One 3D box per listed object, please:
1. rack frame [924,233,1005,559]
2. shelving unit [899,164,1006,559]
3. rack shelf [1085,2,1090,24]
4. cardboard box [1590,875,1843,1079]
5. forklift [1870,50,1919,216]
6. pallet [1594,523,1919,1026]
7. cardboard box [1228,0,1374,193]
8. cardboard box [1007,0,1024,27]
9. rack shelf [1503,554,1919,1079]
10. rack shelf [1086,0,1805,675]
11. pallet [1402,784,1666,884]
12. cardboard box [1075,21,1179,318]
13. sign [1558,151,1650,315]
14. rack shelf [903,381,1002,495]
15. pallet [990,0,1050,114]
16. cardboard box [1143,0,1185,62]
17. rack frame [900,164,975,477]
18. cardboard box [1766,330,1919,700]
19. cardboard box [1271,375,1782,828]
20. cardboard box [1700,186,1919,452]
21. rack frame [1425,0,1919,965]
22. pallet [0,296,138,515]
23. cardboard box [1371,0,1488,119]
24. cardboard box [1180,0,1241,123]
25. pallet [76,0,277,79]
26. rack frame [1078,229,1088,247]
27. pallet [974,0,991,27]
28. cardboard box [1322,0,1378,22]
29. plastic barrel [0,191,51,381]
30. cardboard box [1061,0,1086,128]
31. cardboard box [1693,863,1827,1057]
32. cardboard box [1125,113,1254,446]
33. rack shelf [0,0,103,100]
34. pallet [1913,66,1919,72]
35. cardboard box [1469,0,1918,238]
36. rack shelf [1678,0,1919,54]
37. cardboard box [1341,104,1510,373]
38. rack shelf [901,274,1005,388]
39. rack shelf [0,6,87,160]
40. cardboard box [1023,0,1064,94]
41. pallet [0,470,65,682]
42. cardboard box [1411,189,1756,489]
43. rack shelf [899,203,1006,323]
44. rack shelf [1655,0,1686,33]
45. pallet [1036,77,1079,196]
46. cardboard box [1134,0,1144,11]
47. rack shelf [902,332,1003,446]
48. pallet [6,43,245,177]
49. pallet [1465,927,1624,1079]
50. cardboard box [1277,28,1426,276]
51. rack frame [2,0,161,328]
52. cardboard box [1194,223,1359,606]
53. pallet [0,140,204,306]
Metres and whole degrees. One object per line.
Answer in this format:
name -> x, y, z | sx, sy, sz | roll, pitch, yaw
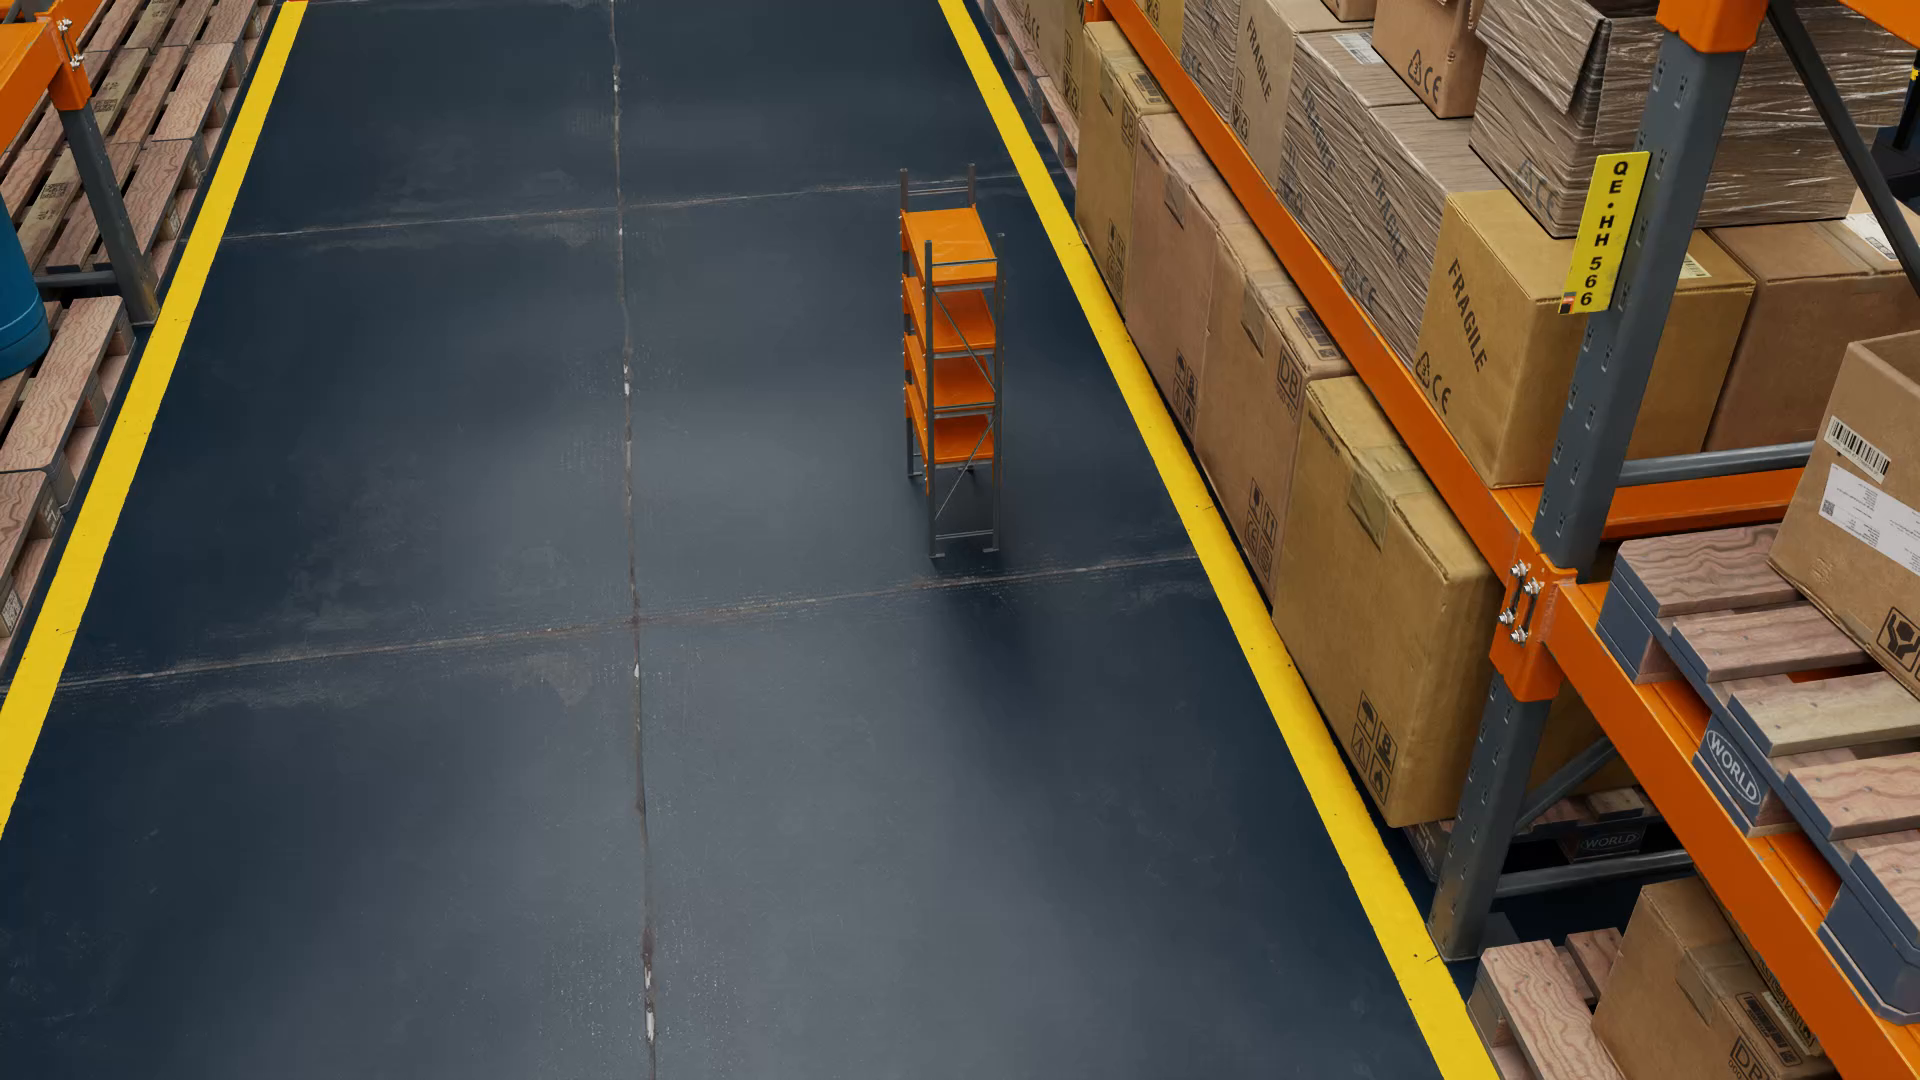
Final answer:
rack frame -> 0.014, -0.426, 5.321 | 0.240, 1.200, 0.015 | -6, 38, -8
shelving unit -> -0.029, -0.574, 5.511 | 0.258, 1.200, 0.503 | -6, 38, -8
rack shelf -> 0.688, -3.510, 8.410 | 1.077, 0.370, 4.000 | -6, 38, -8
cardboard box -> 1.877, 1.046, 3.638 | 0.700, 0.500, 0.500 | -8, 39, -10
forklift -> 3.627, -2.655, 6.778 | 1.130, 2.935, 3.031 | -14, 40, -17
pallet -> 1.970, 0.324, 3.044 | 1.213, 0.211, 1.003 | -6, 38, -8
cardboard box -> 1.145, -1.404, 5.030 | 0.500, 0.500, 0.500 | -6, 38, -7
cardboard box -> 0.688, -3.401, 9.073 | 0.875, 0.875, 0.875 | -6, 38, -8
rack shelf -> 2.091, 1.322, 2.190 | 1.077, 0.370, 4.000 | -6, 38, -8
rack shelf -> 1.389, -1.094, 5.300 | 1.077, 0.370, 4.000 | -6, 38, -8
pallet -> 1.676, 0.447, 5.003 | 1.003, 0.211, 1.213 | -6, 38, -8
cardboard box -> 1.171, -1.529, 6.662 | 1.225, 0.875, 0.875 | -6, 38, -8
sign -> 1.194, -0.566, 3.090 | 0.100, 0.325, 0.005 | -6, 38, -8
rack shelf -> -0.029, -0.364, 5.674 | 0.258, 0.148, 0.480 | -6, 38, -8
pallet -> 0.765, -2.691, 9.042 | 1.003, 0.211, 1.213 | -6, 38, -8
cardboard box -> 0.962, -2.017, 5.820 | 0.500, 0.500, 0.500 | -6, 38, -8
rack frame -> -0.072, -0.721, 5.700 | 0.240, 1.200, 0.015 | -6, 38, -8
cardboard box -> 1.874, -0.054, 2.950 | 0.500, 0.500, 0.500 | -11, 39, -14
cardboard box -> 1.640, 0.084, 4.587 | 1.225, 0.875, 0.875 | -8, 39, -10
cardboard box -> 1.923, -0.533, 3.909 | 0.500, 0.500, 0.500 | -5, 38, -7
rack frame -> 1.740, -0.170, 3.524 | 1.000, 3.000, 0.127 | -6, 38, -8
pallet -> -3.743, -0.482, 6.198 | 1.003, 0.211, 1.213 | -6, 38, -8
cardboard box -> 1.516, -1.443, 4.263 | 0.797, 0.503, 0.637 | -5, 38, -7
cardboard box -> 1.050, -1.715, 5.431 | 0.500, 0.500, 0.500 | -7, 38, -9
pallet -> -4.432, -2.866, 9.267 | 1.003, 0.211, 1.213 | -6, 38, -8
rack frame -> 1.039, -2.586, 6.634 | 1.000, 3.000, 0.127 | -6, 38, -8
pallet -> 0.555, -3.427, 9.989 | 1.003, 0.211, 1.213 | -6, 38, -8
cardboard box -> 1.392, -1.848, 4.784 | 0.797, 0.503, 0.637 | -5, 38, -6
plastic barrel -> -3.759, -1.060, 6.038 | 0.600, 0.901, 0.708 | -6, 38, -8
cardboard box -> 1.002, -2.320, 7.681 | 0.875, 0.875, 0.875 | -6, 38, -8
cardboard box -> 1.887, 0.748, 3.409 | 0.500, 0.250, 0.500 | -5, 38, -6
cardboard box -> 1.328, -0.989, 5.968 | 1.225, 0.875, 0.875 | -7, 38, -10
rack shelf -> -4.188, -2.977, 7.724 | 1.077, 0.370, 4.000 | -6, 38, -8
pallet -> 5.787, -2.359, 8.615 | 1.003, 0.211, 1.213 | -6, 38, -8
cardboard box -> 1.628, -1.049, 3.756 | 0.797, 0.503, 0.637 | -5, 38, -6
rack shelf -> 2.091, 0.137, 1.270 | 1.077, 0.370, 4.000 | -6, 38, -8
cardboard box -> 1.328, -0.783, 4.231 | 0.500, 0.500, 0.500 | -7, 38, -8
rack shelf -> -0.029, -0.697, 5.415 | 0.258, 0.148, 0.480 | -6, 38, -8
rack shelf -> -3.487, -0.561, 4.614 | 1.077, 0.370, 4.000 | -6, 38, -8
cardboard box -> 0.844, -2.864, 8.381 | 0.875, 0.875, 0.875 | -6, 38, -8
pallet -> -3.526, 0.257, 5.248 | 1.003, 0.211, 1.213 | -6, 38, -8
cardboard box -> 1.410, -0.481, 3.843 | 0.500, 0.500, 0.500 | -5, 38, -7
rack shelf -> -0.029, -0.884, 5.270 | 0.258, 0.148, 0.480 | -6, 38, -8
rack shelf -> 1.389, -2.279, 4.380 | 1.077, 0.370, 4.000 | -6, 38, -8
pallet -> 0.982, -1.953, 8.092 | 1.003, 0.211, 1.213 | -6, 38, -8
cardboard box -> 0.873, -2.321, 6.211 | 0.500, 0.500, 0.500 | -6, 38, -8
rack shelf -> -0.029, -0.521, 5.552 | 0.258, 0.148, 0.480 | -6, 38, -8
pallet -> -4.222, -2.131, 8.321 | 1.003, 0.211, 1.213 | -6, 38, -8
pallet -> 1.876, 1.403, 3.772 | 1.003, 0.211, 1.213 | -6, 38, -8
cardboard box -> 1.234, -1.096, 4.635 | 0.500, 0.500, 0.500 | -7, 38, -9
rack frame -> -3.838, -2.054, 5.948 | 1.000, 3.000, 0.127 | -6, 38, -8
cardboard box -> 1.491, -0.455, 5.281 | 1.225, 0.875, 0.875 | -6, 38, -8
pallet -> -4.005, -1.392, 7.370 | 1.003, 0.211, 1.213 | -6, 38, -8
